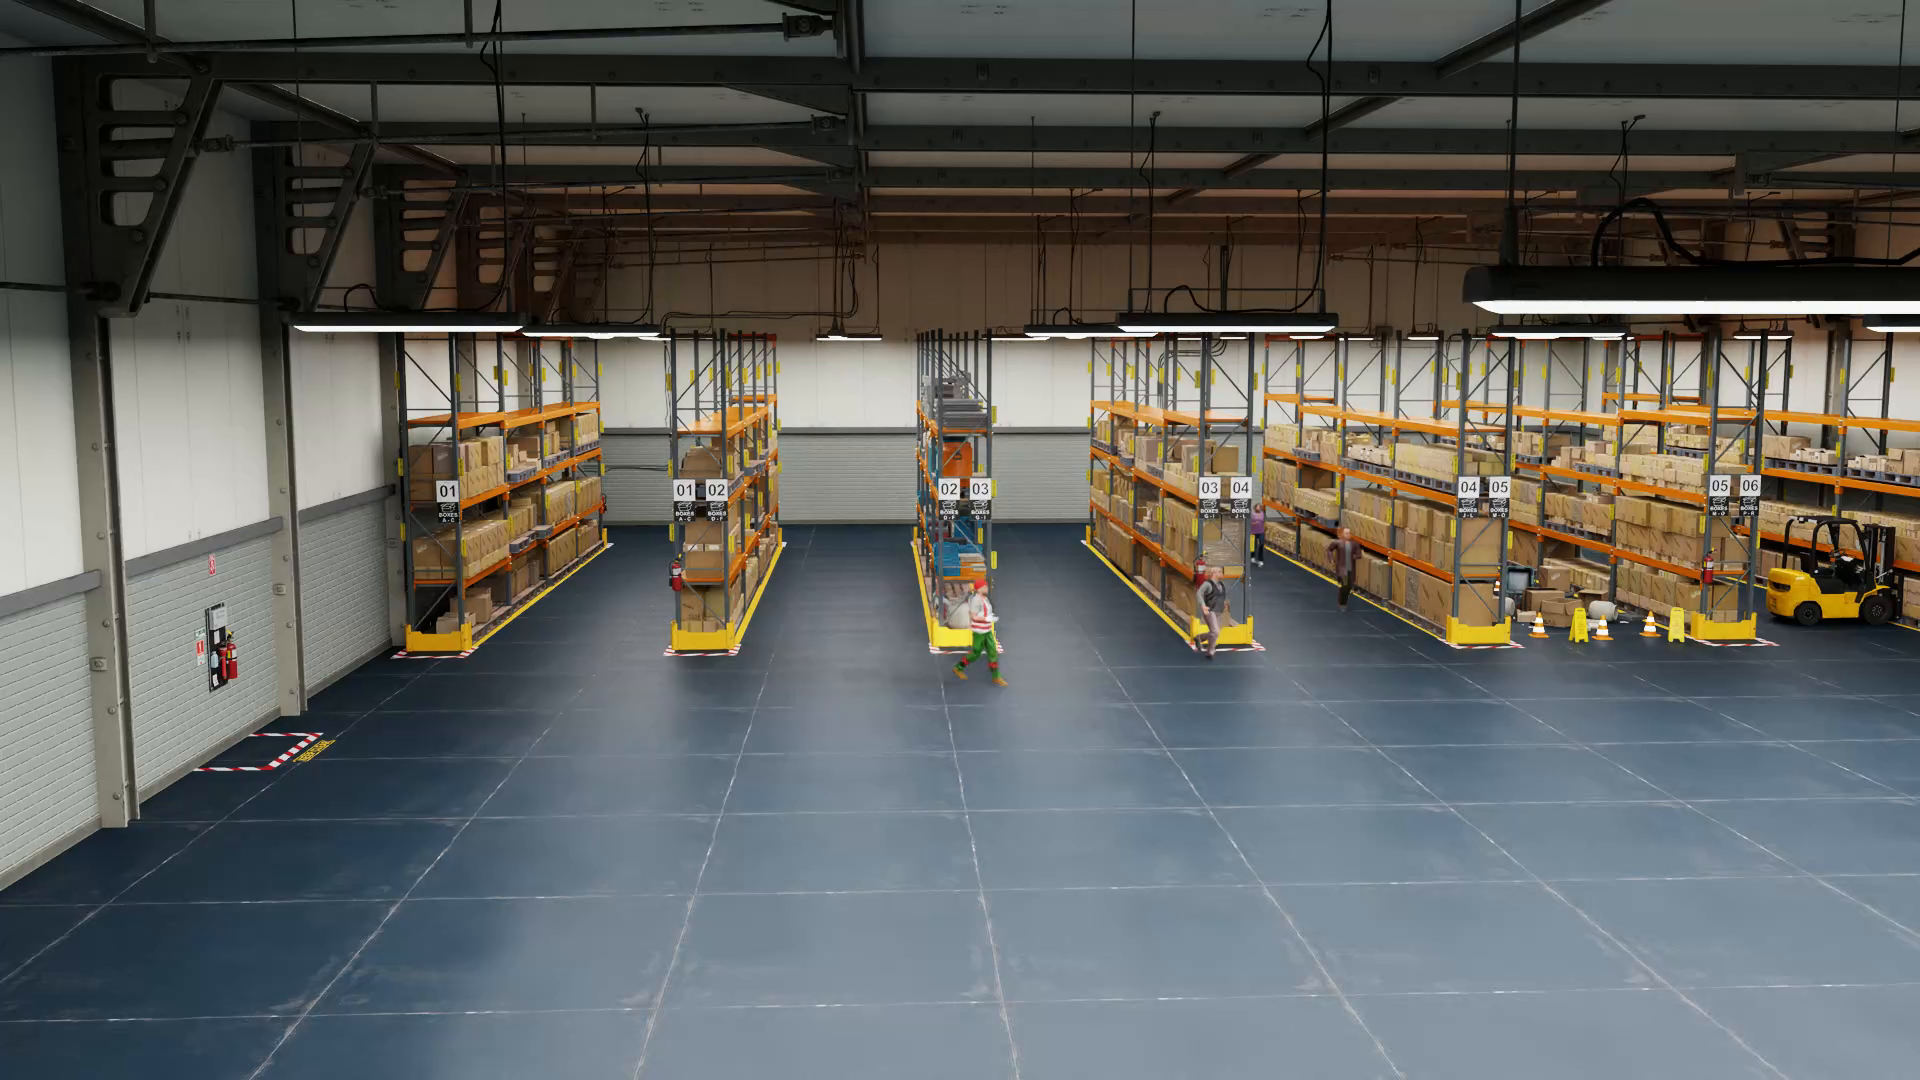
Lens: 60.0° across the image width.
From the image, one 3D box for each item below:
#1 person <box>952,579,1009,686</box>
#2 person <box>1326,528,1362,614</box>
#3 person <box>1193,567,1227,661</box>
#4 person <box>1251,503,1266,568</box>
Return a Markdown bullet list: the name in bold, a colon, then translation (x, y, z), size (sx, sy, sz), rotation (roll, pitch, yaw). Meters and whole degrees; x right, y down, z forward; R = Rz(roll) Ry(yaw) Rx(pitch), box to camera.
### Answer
- **person**: translation (0.343, 1.543, 27.846), size (0.987, 1.799, 0.653), rotation (3, 7, 23)
- **person**: translation (8.253, 0.658, 35.588), size (0.669, 1.828, 0.804), rotation (-1, 7, -9)
- **person**: translation (4.594, 1.336, 30.426), size (0.699, 1.700, 0.709), rotation (-6, 9, -39)
- **person**: translation (7.678, -0.143, 42.935), size (0.525, 1.629, 0.733), rotation (0, 7, -3)
